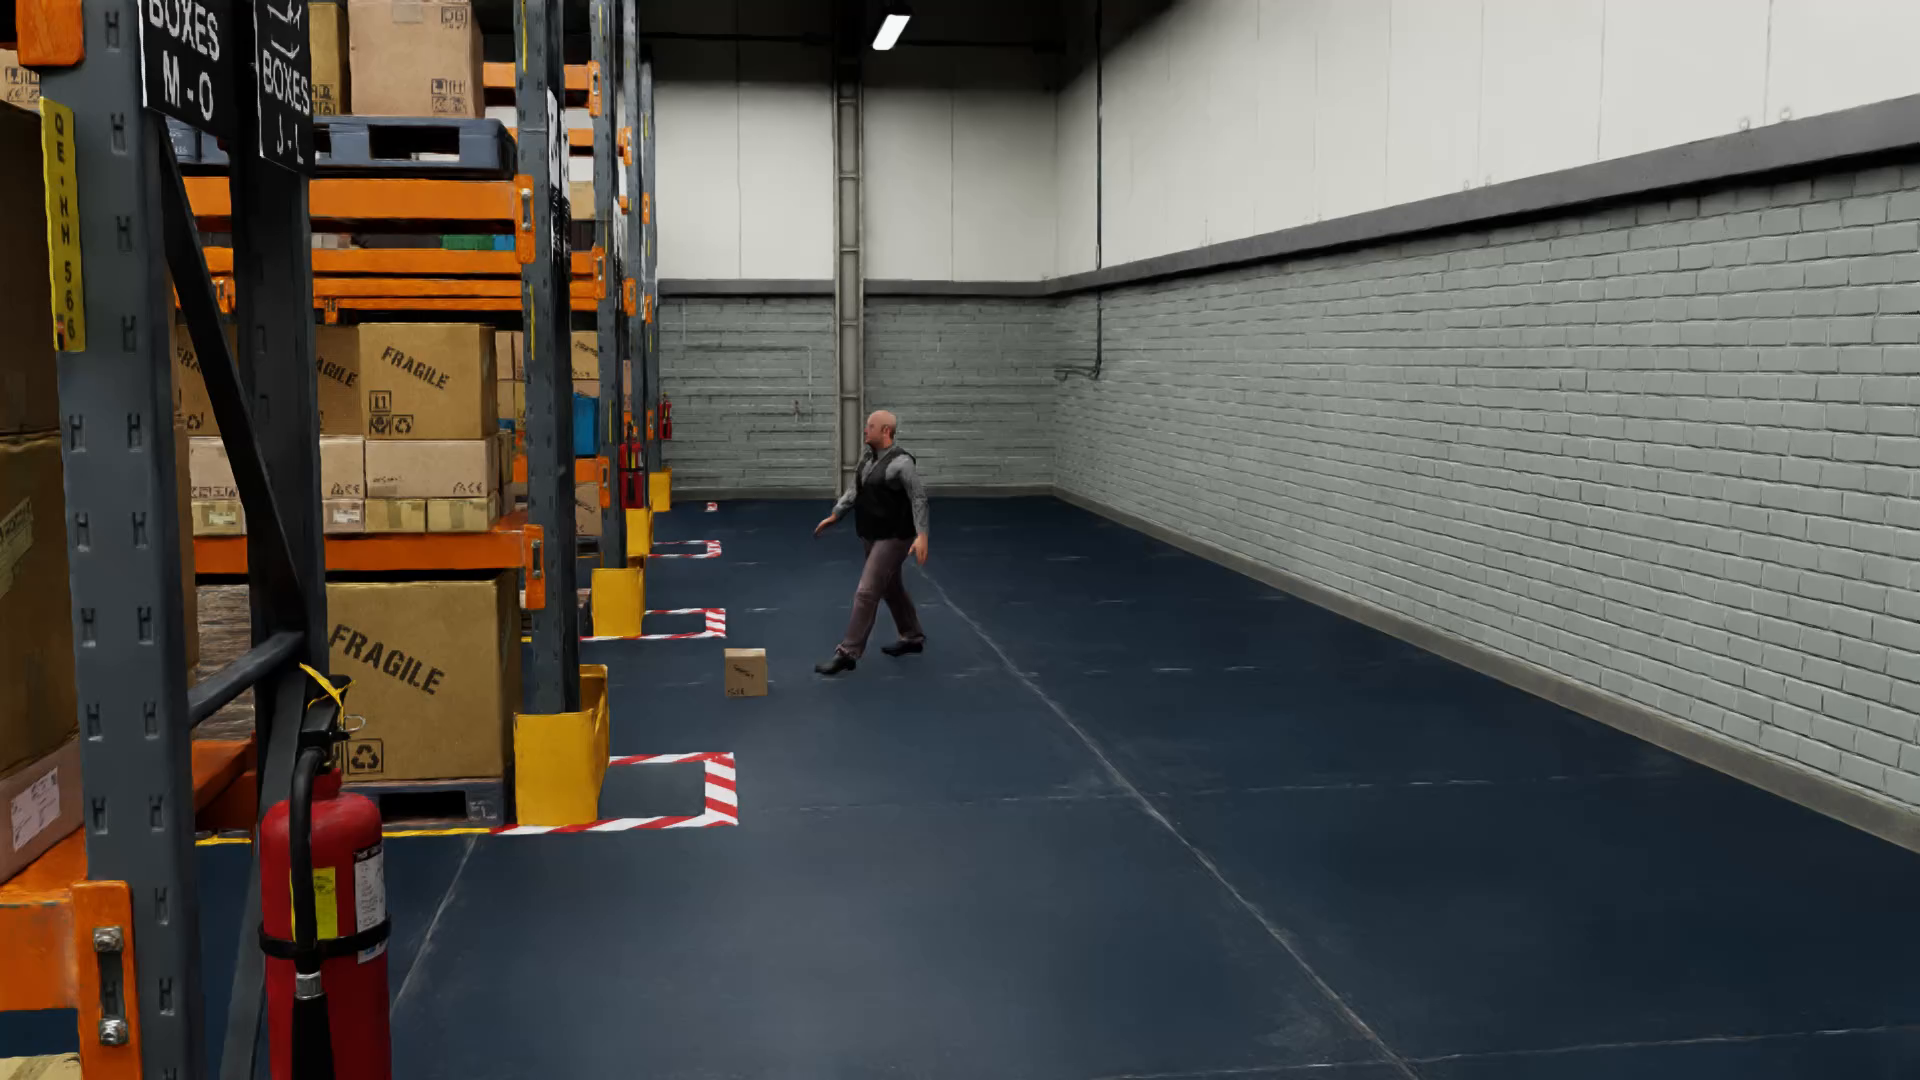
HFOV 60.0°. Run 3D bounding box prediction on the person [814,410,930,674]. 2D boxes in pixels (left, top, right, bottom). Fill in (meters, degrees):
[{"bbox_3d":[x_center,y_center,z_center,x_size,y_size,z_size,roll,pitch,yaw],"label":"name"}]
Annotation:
[{"bbox_3d":[-0.552,-0.005,10.900,0.958,1.684,0.713,-4,8,-34],"label":"person"}]
